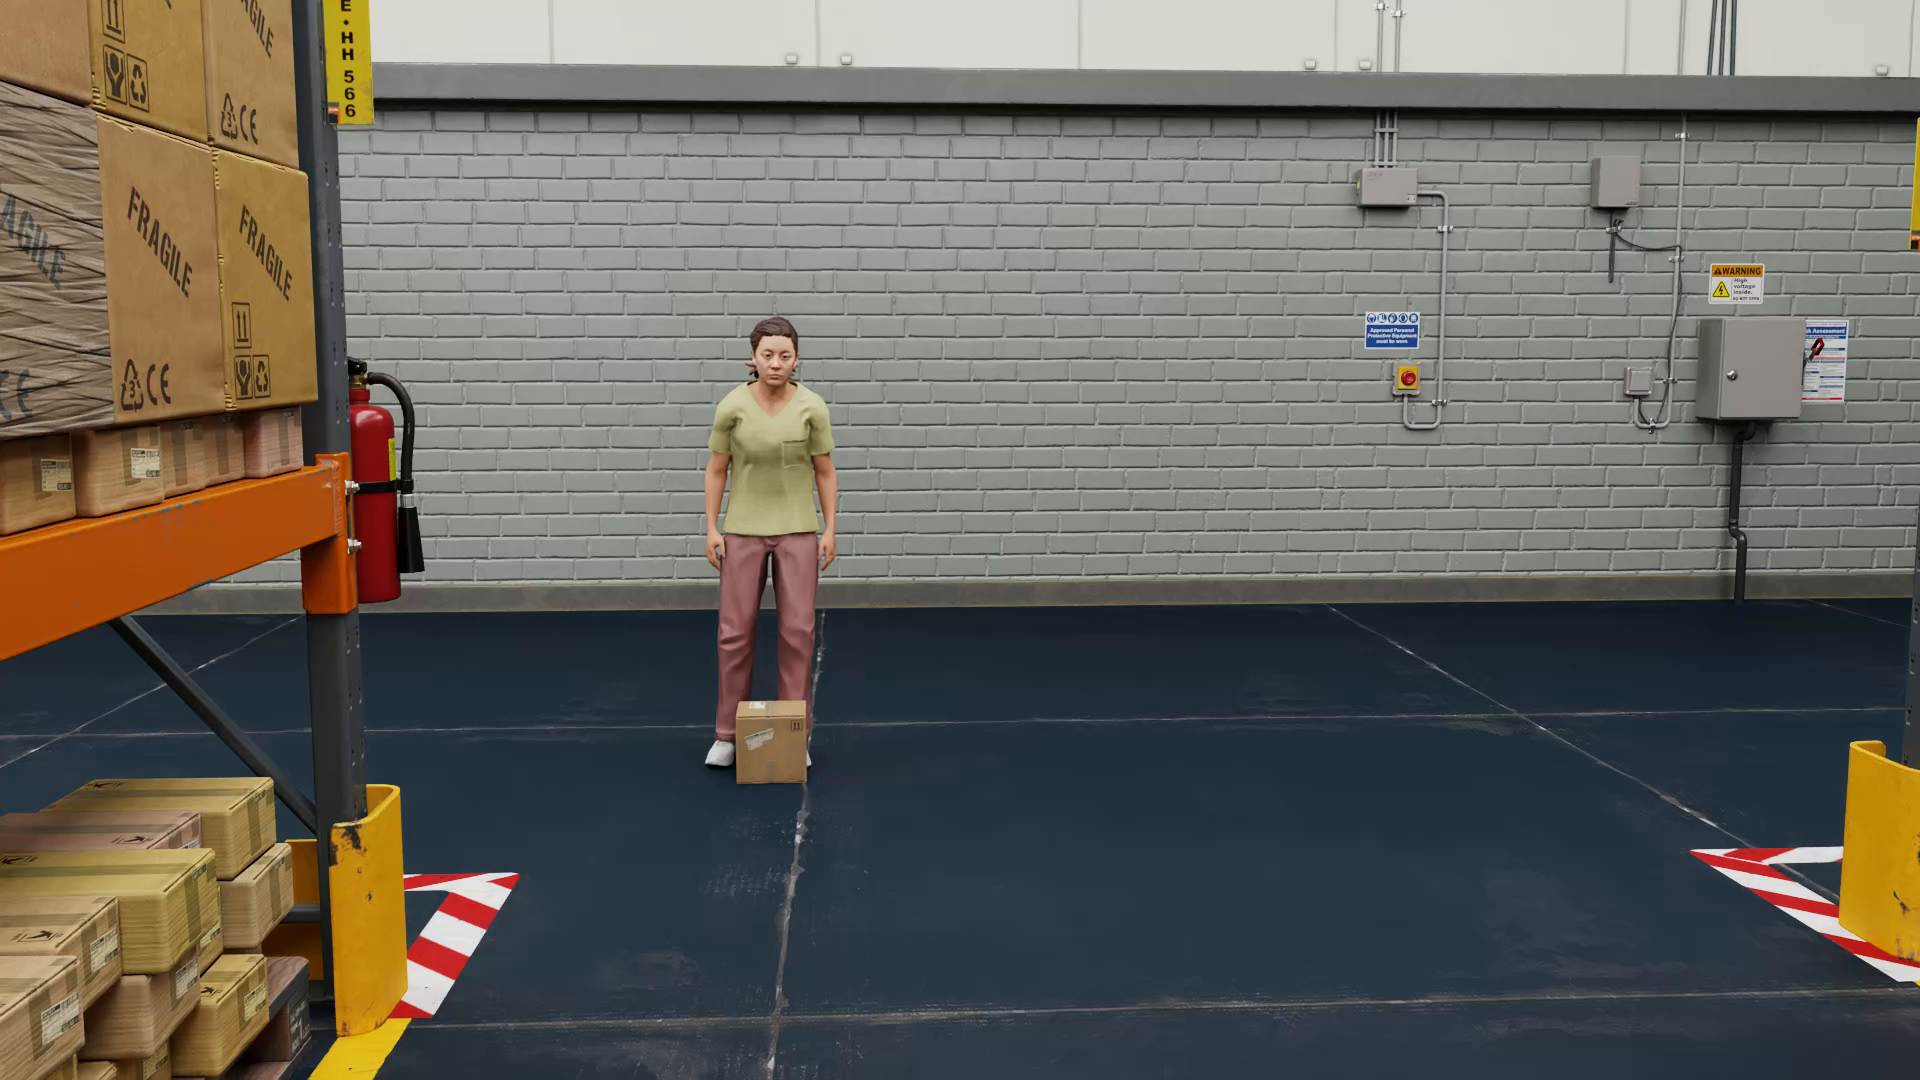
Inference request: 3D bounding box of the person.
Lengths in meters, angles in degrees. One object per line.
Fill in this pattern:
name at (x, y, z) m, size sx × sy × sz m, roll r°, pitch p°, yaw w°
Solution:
person at (-0.707, 0.005, 6.218) m, size 0.509 × 1.671 × 0.416 m, roll -1°, pitch 7°, yaw -7°
